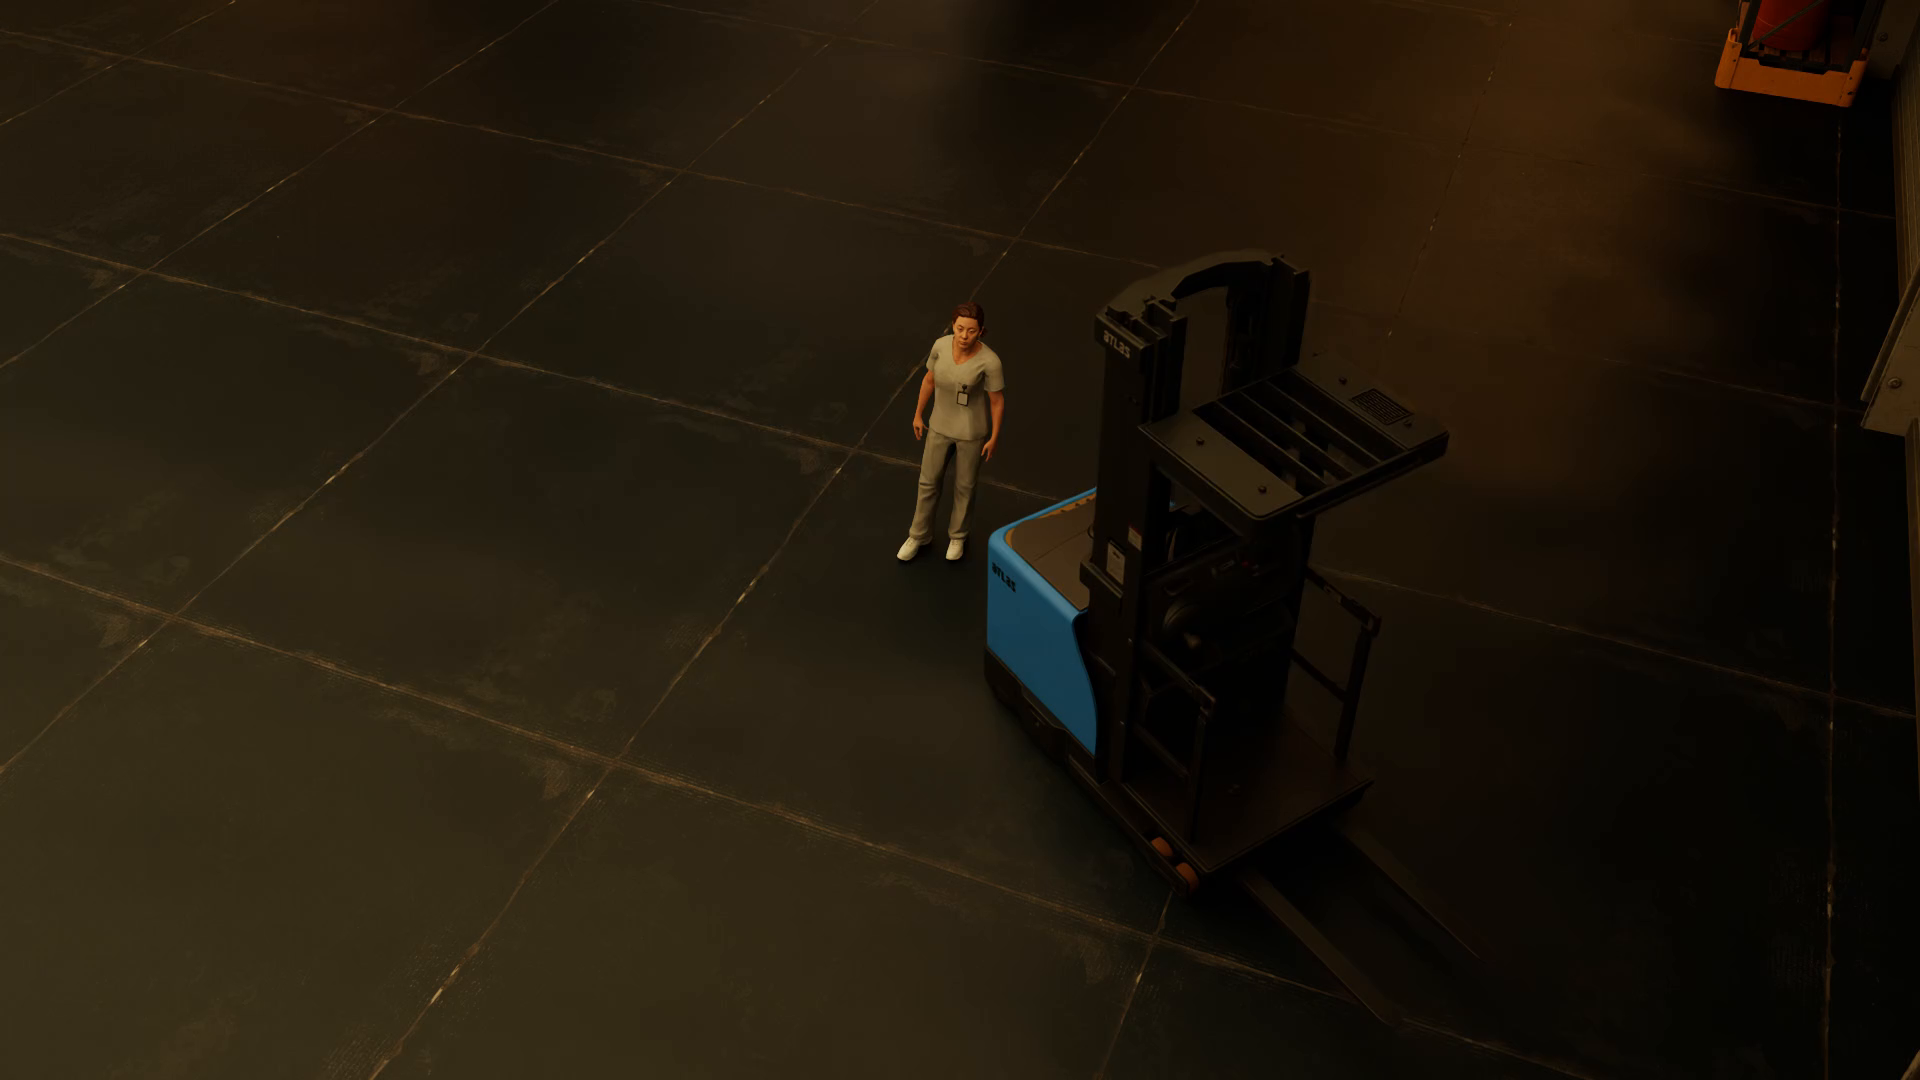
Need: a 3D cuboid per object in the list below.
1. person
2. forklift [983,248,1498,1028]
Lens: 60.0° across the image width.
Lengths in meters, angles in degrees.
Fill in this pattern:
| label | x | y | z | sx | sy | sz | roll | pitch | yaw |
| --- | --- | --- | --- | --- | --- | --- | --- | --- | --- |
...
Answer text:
| label | x | y | z | sx | sy | sz | roll | pitch | yaw |
| --- | --- | --- | --- | --- | --- | --- | --- | --- | --- |
| person | -0.041 | -0.607 | 9.698 | 0.550 | 1.673 | 0.548 | 15 | 42 | 17 |
| forklift | 1.363 | 0.280 | 7.672 | 1.130 | 2.935 | 3.031 | -23 | 45 | -25 |
